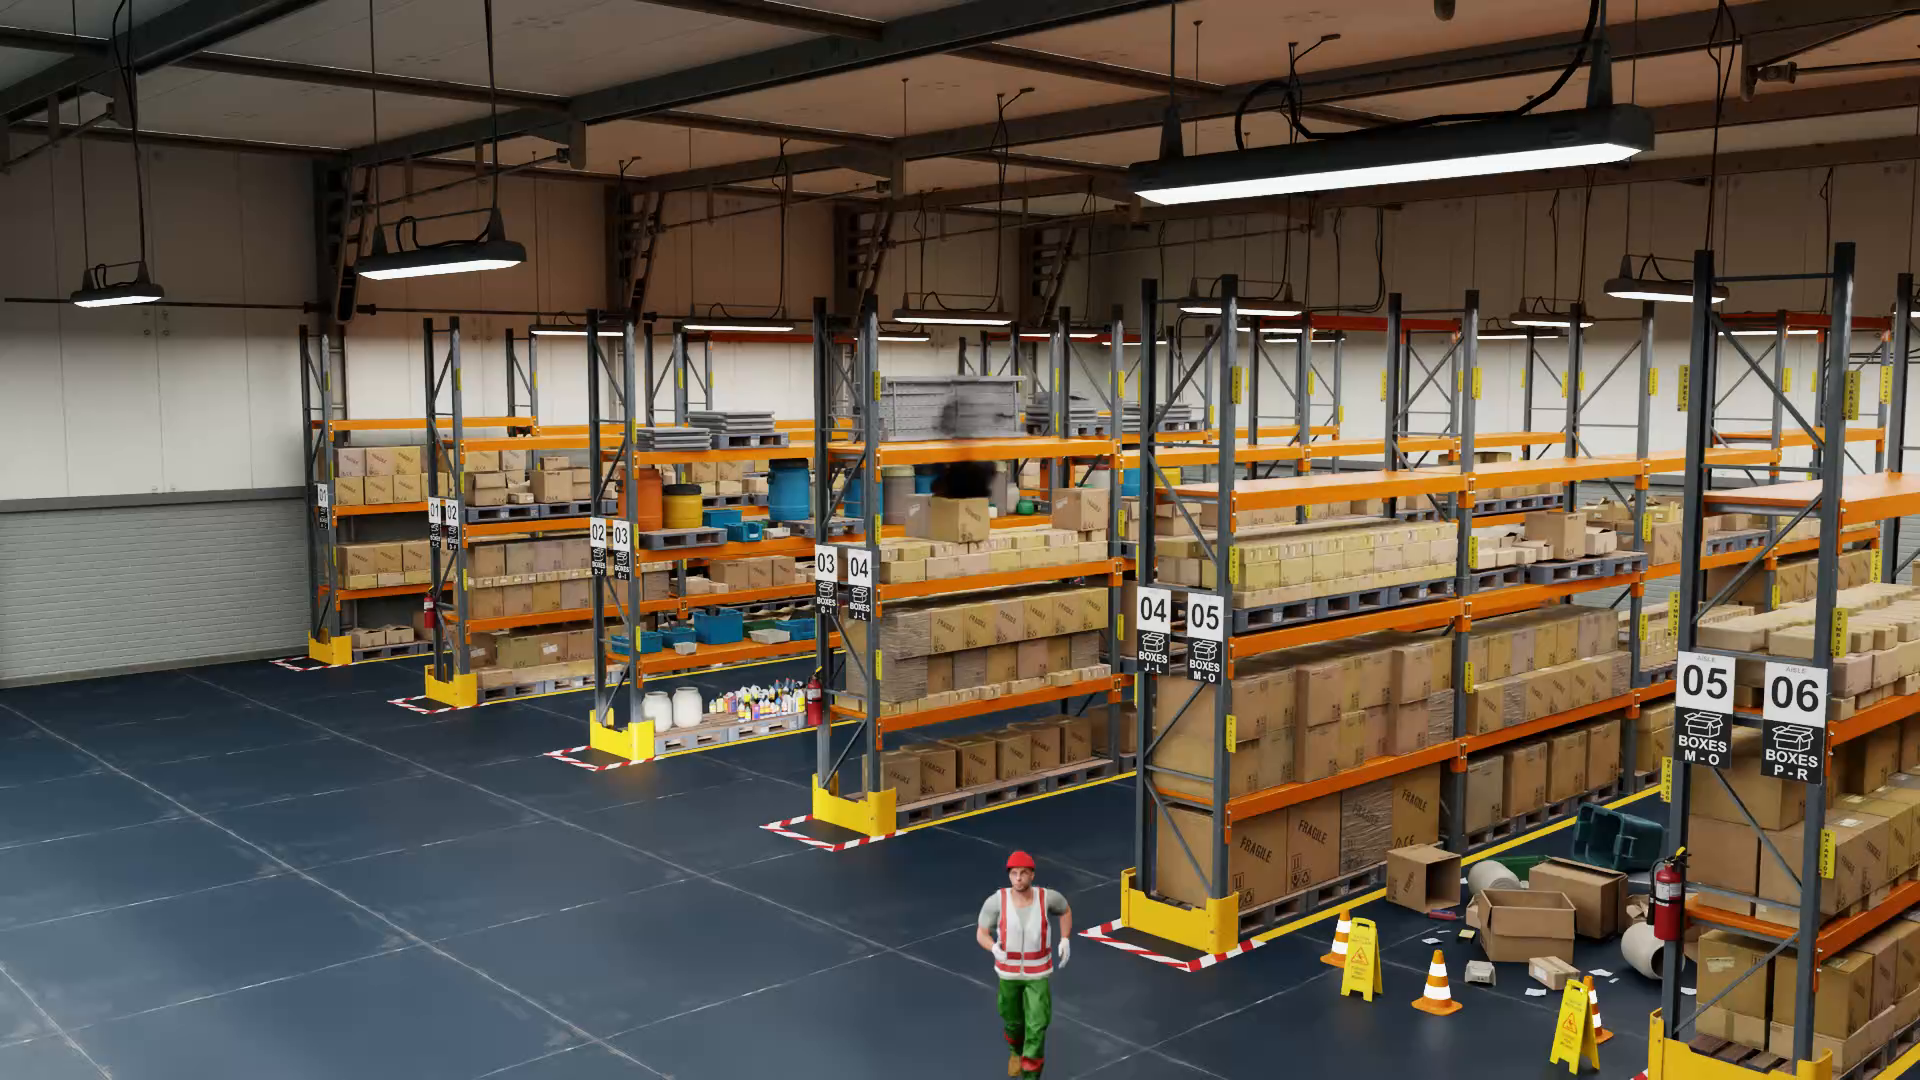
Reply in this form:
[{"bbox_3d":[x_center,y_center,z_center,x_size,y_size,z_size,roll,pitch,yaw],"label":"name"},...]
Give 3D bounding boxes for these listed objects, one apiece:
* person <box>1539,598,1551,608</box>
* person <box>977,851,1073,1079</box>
[{"bbox_3d":[9.213,1.710,26.208,0.681,1.662,0.548,-5,8,-40],"label":"person"},{"bbox_3d":[0.449,3.088,11.754,0.664,1.806,0.953,1,6,7],"label":"person"}]
